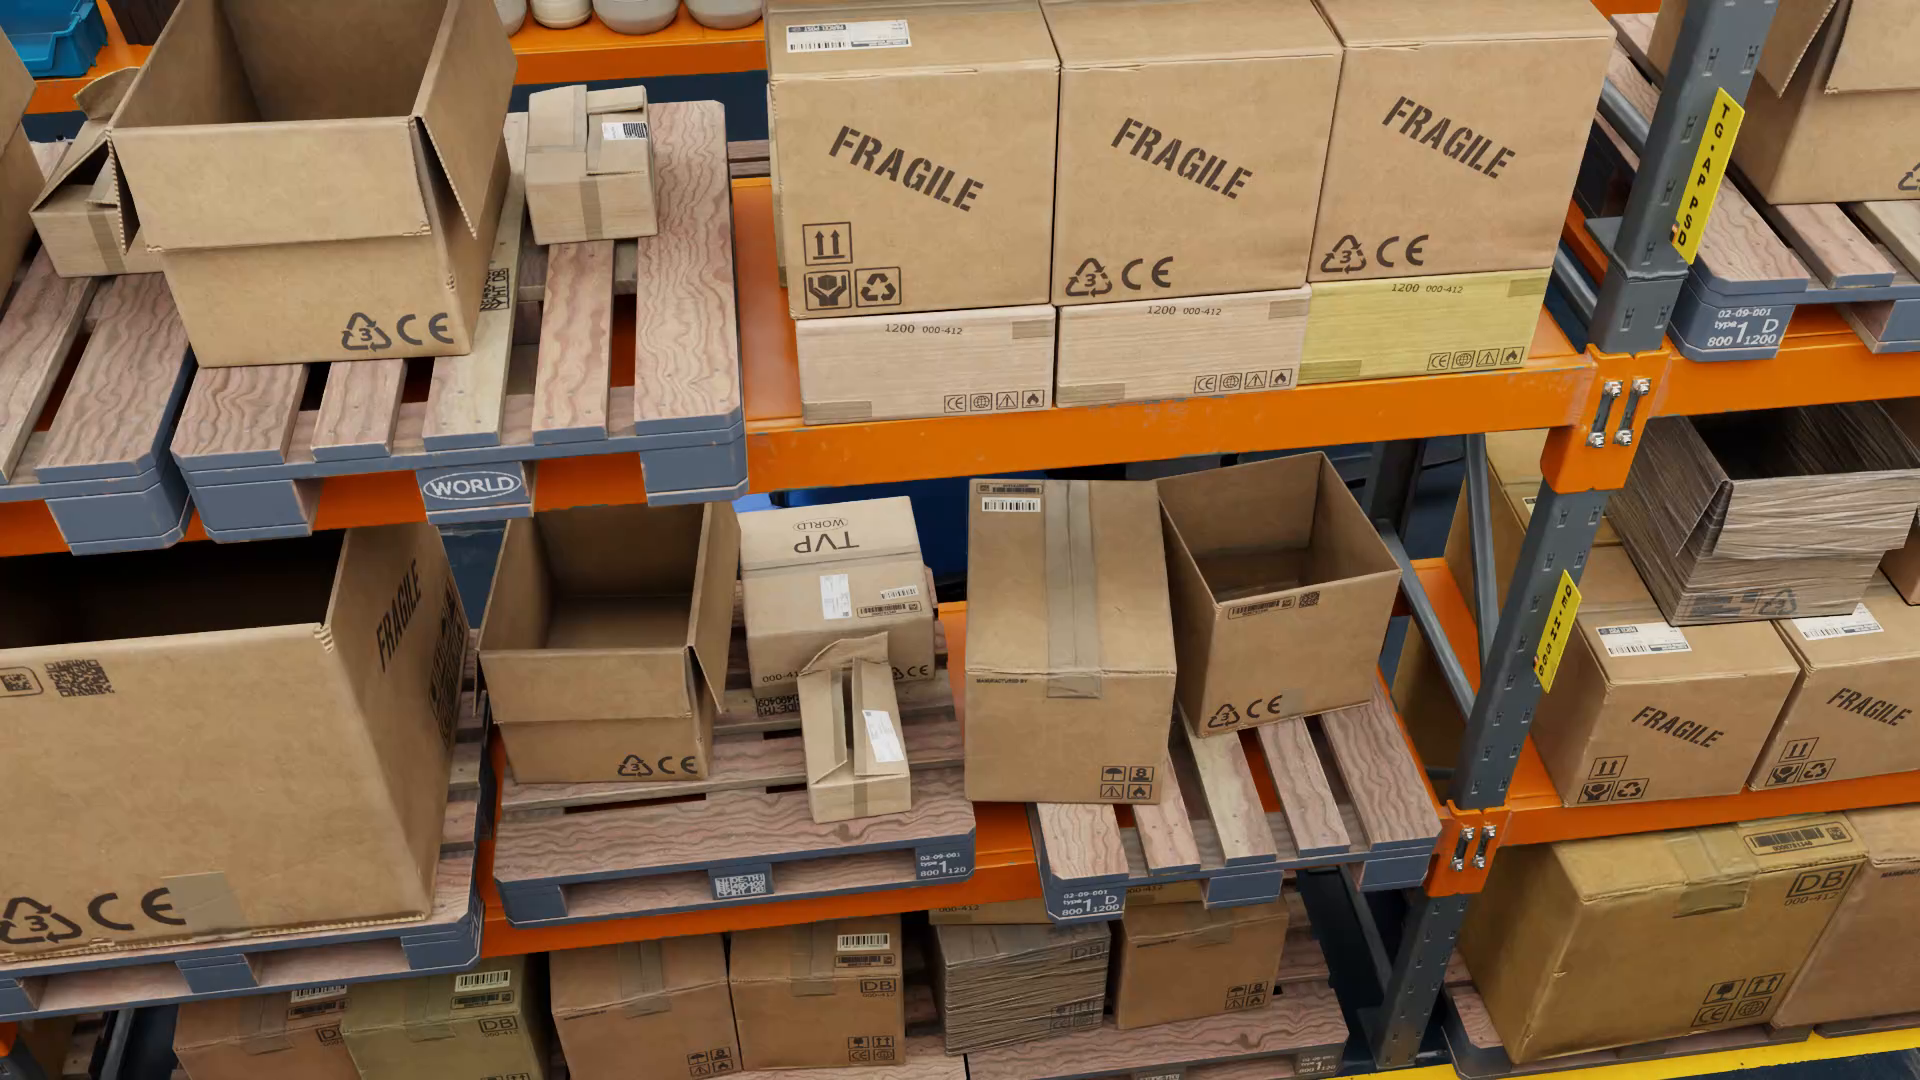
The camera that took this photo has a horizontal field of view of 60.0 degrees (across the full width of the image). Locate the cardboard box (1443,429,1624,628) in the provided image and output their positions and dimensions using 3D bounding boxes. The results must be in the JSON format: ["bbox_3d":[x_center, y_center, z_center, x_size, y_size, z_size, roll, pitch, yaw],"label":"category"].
[{"bbox_3d":[1.796,0.016,4.919,0.500,0.500,0.500,-4,42,-4],"label":"cardboard box"}]

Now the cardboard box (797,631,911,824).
[{"bbox_3d":[-0.279,0.478,4.267,0.258,0.266,0.396,-6,42,-7],"label":"cardboard box"}]

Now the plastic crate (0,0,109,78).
[{"bbox_3d":[-4.331,-2.350,7.727,0.616,0.251,0.499,-5,42,-6],"label":"plastic crate"}]

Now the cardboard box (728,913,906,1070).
[{"bbox_3d":[-0.432,1.207,5.210,0.500,0.500,0.700,-2,42,-2],"label":"cardboard box"}]

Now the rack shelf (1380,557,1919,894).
[{"bbox_3d":[3.322,0.354,5.156,4.000,0.370,1.077,-5,42,-6],"label":"rack shelf"}]

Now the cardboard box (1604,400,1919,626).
[{"bbox_3d":[2.066,-0.202,4.411,0.637,0.503,0.797,-4,42,-4],"label":"cardboard box"}]

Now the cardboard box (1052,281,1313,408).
[{"bbox_3d":[0.409,-0.542,3.484,0.500,0.250,0.500,-5,42,-6],"label":"cardboard box"}]

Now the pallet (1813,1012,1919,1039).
[{"bbox_3d":[3.338,1.173,5.792,1.213,0.211,1.003,-5,42,-6],"label":"pallet"}]

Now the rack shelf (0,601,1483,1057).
[{"bbox_3d":[-0.644,0.701,4.771,4.000,0.370,1.077,-5,42,-6],"label":"rack shelf"}]

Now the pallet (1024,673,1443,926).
[{"bbox_3d":[0.646,0.464,4.639,1.003,0.211,1.213,-5,42,-6],"label":"pallet"}]

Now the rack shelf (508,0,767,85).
[{"bbox_3d":[-1.286,-2.589,8.417,4.000,0.370,1.077,-5,42,-6],"label":"rack shelf"}]

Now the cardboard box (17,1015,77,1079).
[{"bbox_3d":[-3.029,1.388,5.025,0.500,0.500,0.500,-6,42,-7],"label":"cardboard box"}]

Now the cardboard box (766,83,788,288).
[{"bbox_3d":[-0.177,-0.831,3.804,0.500,0.250,0.500,-4,42,-5],"label":"cardboard box"}]

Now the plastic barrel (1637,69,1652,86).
[{"bbox_3d":[4.122,-2.718,9.276,0.708,0.901,0.600,-5,42,-6],"label":"plastic barrel"}]

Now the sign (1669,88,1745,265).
[{"bbox_3d":[1.408,-0.685,3.145,0.005,0.325,0.100,-5,42,-6],"label":"sign"}]

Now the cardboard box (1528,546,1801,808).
[{"bbox_3d":[1.856,0.361,4.535,0.500,0.500,0.500,-4,42,-4],"label":"cardboard box"}]

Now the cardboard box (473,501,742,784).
[{"bbox_3d":[-0.920,0.201,4.397,0.637,0.503,0.797,-1,42,-1],"label":"cardboard box"}]

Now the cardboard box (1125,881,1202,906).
[{"bbox_3d":[0.679,0.825,5.074,0.500,0.250,0.500,-3,42,-4],"label":"cardboard box"}]

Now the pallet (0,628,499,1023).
[{"bbox_3d":[-1.850,0.709,4.368,1.213,0.211,1.003,-5,42,-6],"label":"pallet"}]

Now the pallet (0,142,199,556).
[{"bbox_3d":[-2.001,-0.420,3.376,1.003,0.211,1.213,-5,42,-6],"label":"pallet"}]

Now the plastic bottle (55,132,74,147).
[{"bbox_3d":[-4.732,-2.014,8.892,0.185,0.351,0.144,-5,42,-6],"label":"plastic bottle"}]

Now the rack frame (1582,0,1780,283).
[{"bbox_3d":[1.339,-1.968,2.713,0.127,3.000,1.000,-5,42,-6],"label":"rack frame"}]

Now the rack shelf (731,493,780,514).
[{"bbox_3d":[-1.247,-0.128,6.541,1.000,0.185,0.538,-11,43,-12],"label":"rack shelf"}]

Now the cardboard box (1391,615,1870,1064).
[{"bbox_3d":[2.026,0.847,5.344,0.875,0.875,1.225,-7,42,-8],"label":"cardboard box"}]

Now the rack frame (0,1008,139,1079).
[{"bbox_3d":[-2.627,0.607,4.337,0.127,3.000,1.000,-5,42,-6],"label":"rack frame"}]

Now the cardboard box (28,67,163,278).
[{"bbox_3d":[-1.708,-0.761,3.401,0.258,0.266,0.396,-4,42,-4],"label":"cardboard box"}]

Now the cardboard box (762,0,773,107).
[{"bbox_3d":[-0.161,-1.117,3.561,0.500,0.500,0.500,-6,42,-7],"label":"cardboard box"}]

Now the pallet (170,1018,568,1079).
[{"bbox_3d":[-1.855,1.574,5.347,1.213,0.211,1.003,-5,42,-6],"label":"pallet"}]

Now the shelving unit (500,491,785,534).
[{"bbox_3d":[-1.247,-0.262,6.420,1.048,1.500,0.538,-11,43,-12],"label":"shelving unit"}]

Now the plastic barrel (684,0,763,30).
[{"bbox_3d":[-1.136,-2.771,7.981,0.433,0.535,0.433,0,42,0],"label":"plastic barrel"}]

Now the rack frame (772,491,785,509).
[{"bbox_3d":[-0.759,-0.358,6.527,0.032,1.500,0.500,-11,43,-12],"label":"rack frame"}]

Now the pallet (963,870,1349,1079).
[{"bbox_3d":[0.564,1.362,5.582,1.213,0.211,1.003,-5,42,-6],"label":"pallet"}]

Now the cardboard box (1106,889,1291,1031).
[{"bbox_3d":[0.677,1.096,5.333,0.500,0.500,0.700,-7,43,-8],"label":"cardboard box"}]

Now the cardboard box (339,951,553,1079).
[{"bbox_3d":[-1.540,1.304,5.102,0.500,0.500,0.700,-5,42,-6],"label":"cardboard box"}]

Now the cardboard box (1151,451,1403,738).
[{"bbox_3d":[0.809,0.140,4.467,0.500,0.500,0.500,-10,43,-11],"label":"cardboard box"}]

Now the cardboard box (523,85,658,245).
[{"bbox_3d":[-0.781,-0.805,3.524,0.250,0.166,0.380,-6,42,-7],"label":"cardboard box"}]

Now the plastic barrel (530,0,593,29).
[{"bbox_3d":[-1.937,-2.644,8.045,0.301,0.262,0.301,0,42,0],"label":"plastic barrel"}]

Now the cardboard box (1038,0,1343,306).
[{"bbox_3d":[0.392,-0.817,3.229,0.500,0.500,0.500,-5,42,-6],"label":"cardboard box"}]

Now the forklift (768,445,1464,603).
[{"bbox_3d":[0.690,-1.225,6.420,3.031,2.935,1.130,-11,43,-12],"label":"forklift"}]
